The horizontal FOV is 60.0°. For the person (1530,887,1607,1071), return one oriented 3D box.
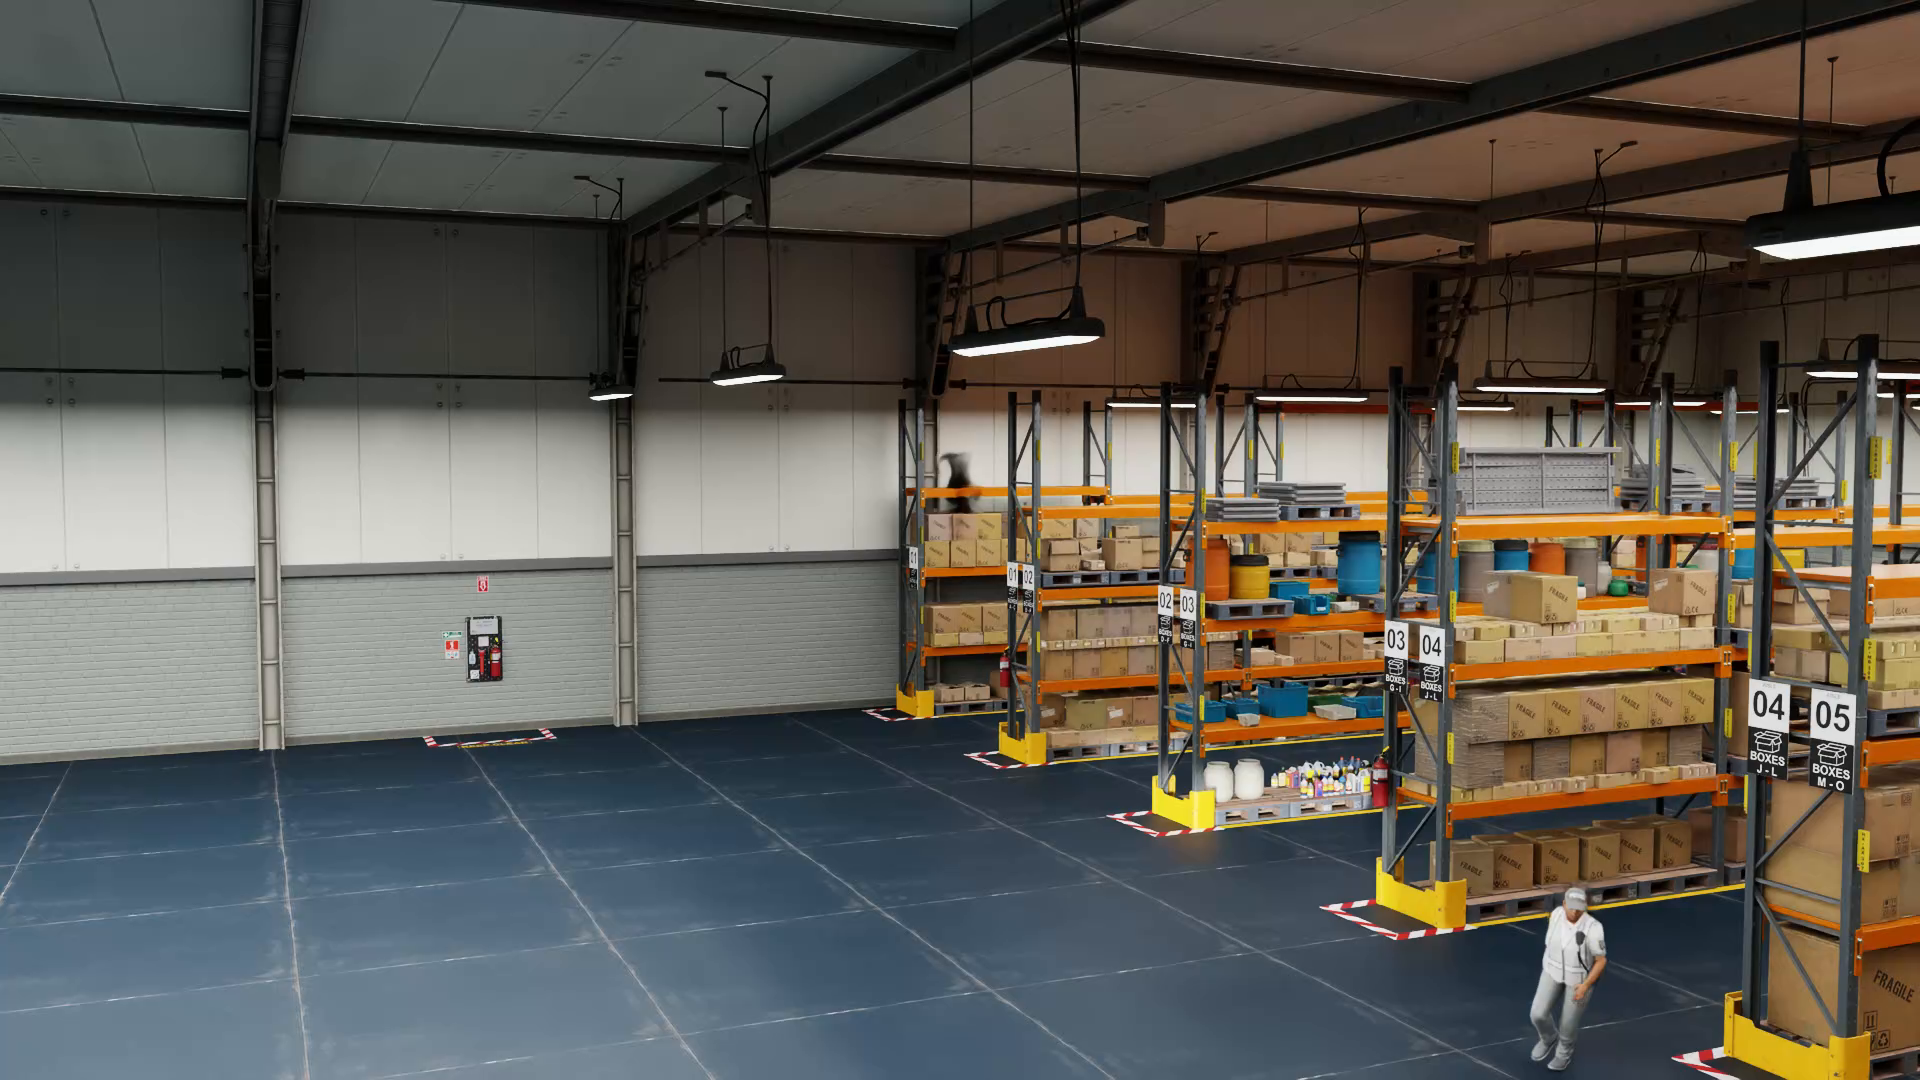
[{"bbox_3d":[4.948,3.572,13.514,0.615,1.599,0.710,2,4,35],"label":"person"}]

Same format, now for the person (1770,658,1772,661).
[{"bbox_3d":[16.678,2.388,34.350,0.579,1.524,0.586,0,3,-2],"label":"person"}]

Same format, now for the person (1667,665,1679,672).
[{"bbox_3d":[12.717,2.524,30.256,0.866,1.776,0.636,-2,4,-25],"label":"person"}]
